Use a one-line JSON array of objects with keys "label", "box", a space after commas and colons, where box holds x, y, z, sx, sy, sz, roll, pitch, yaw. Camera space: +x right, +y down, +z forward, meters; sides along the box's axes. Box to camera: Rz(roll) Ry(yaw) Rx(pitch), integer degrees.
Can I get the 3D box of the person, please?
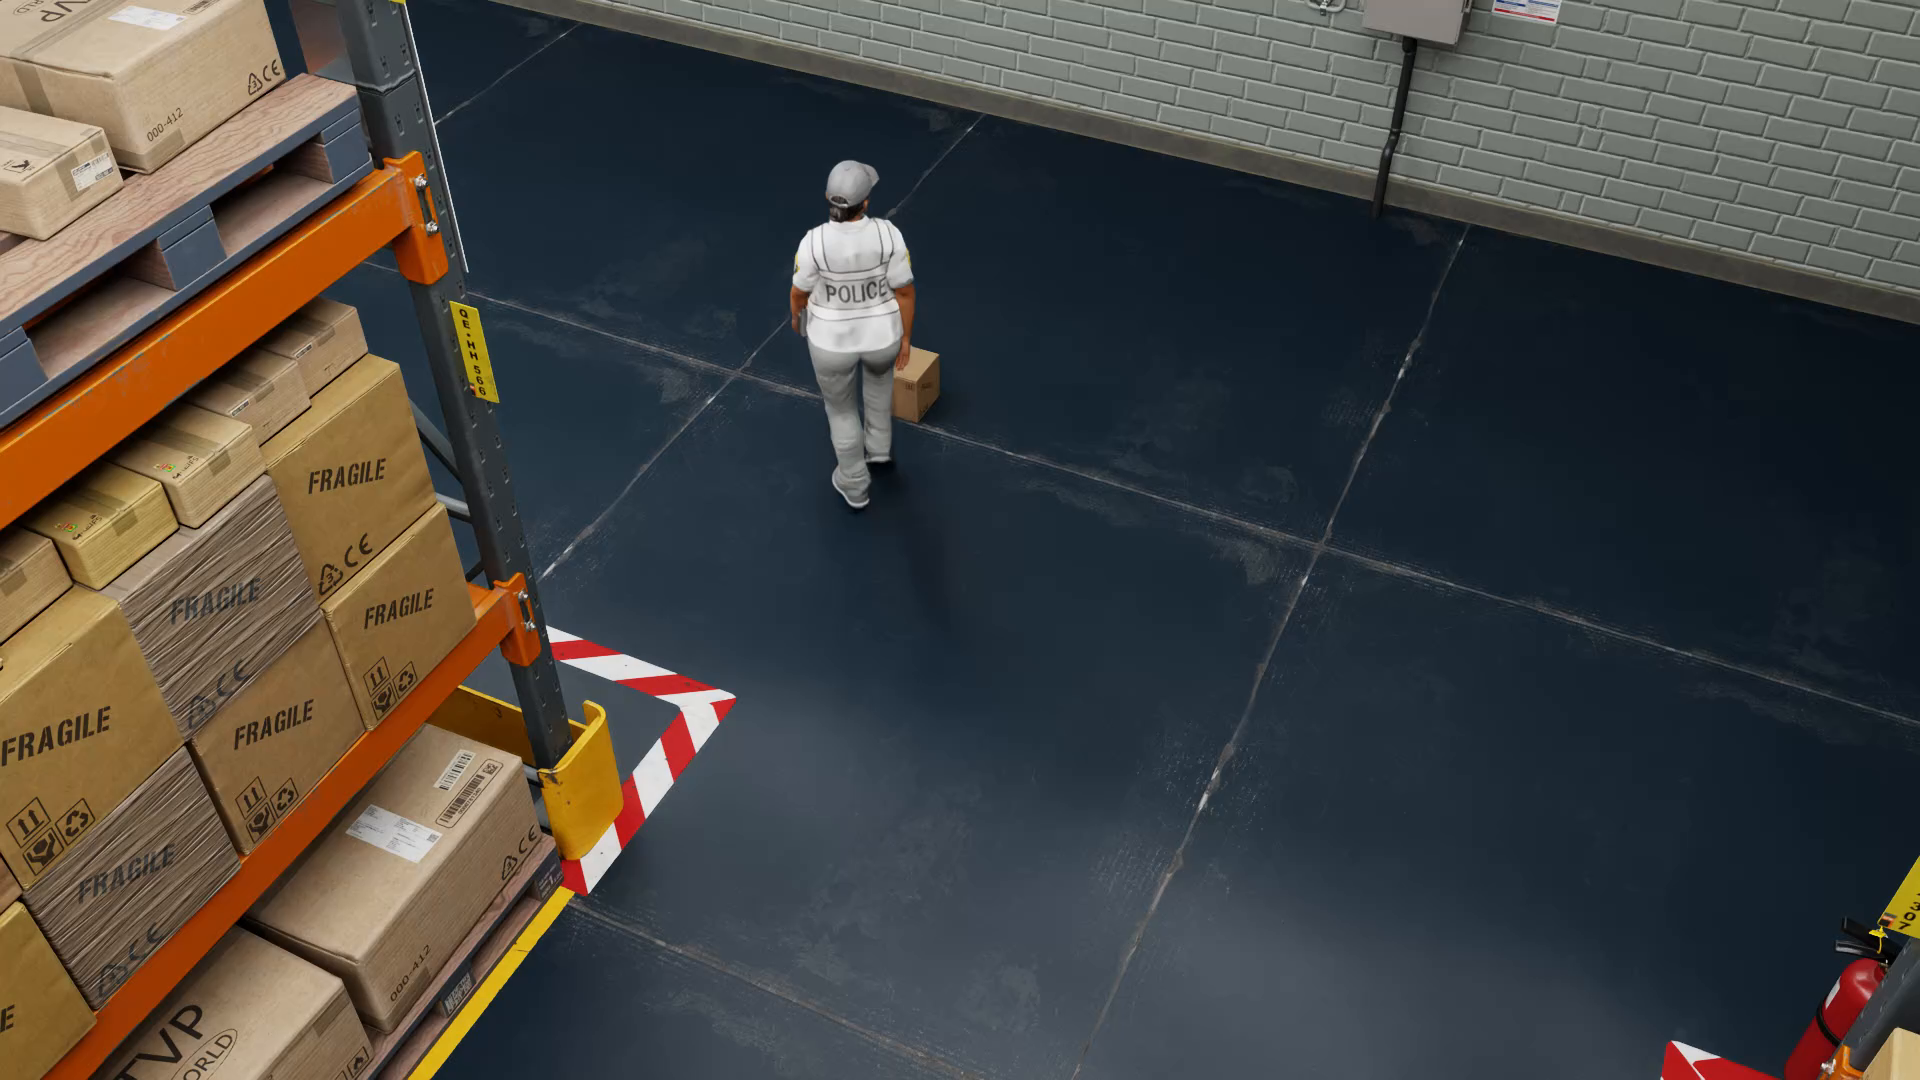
[{"label": "person", "box": [-0.465, -0.871, 7.146, 0.493, 1.730, 0.465, -13, 44, -14]}]
